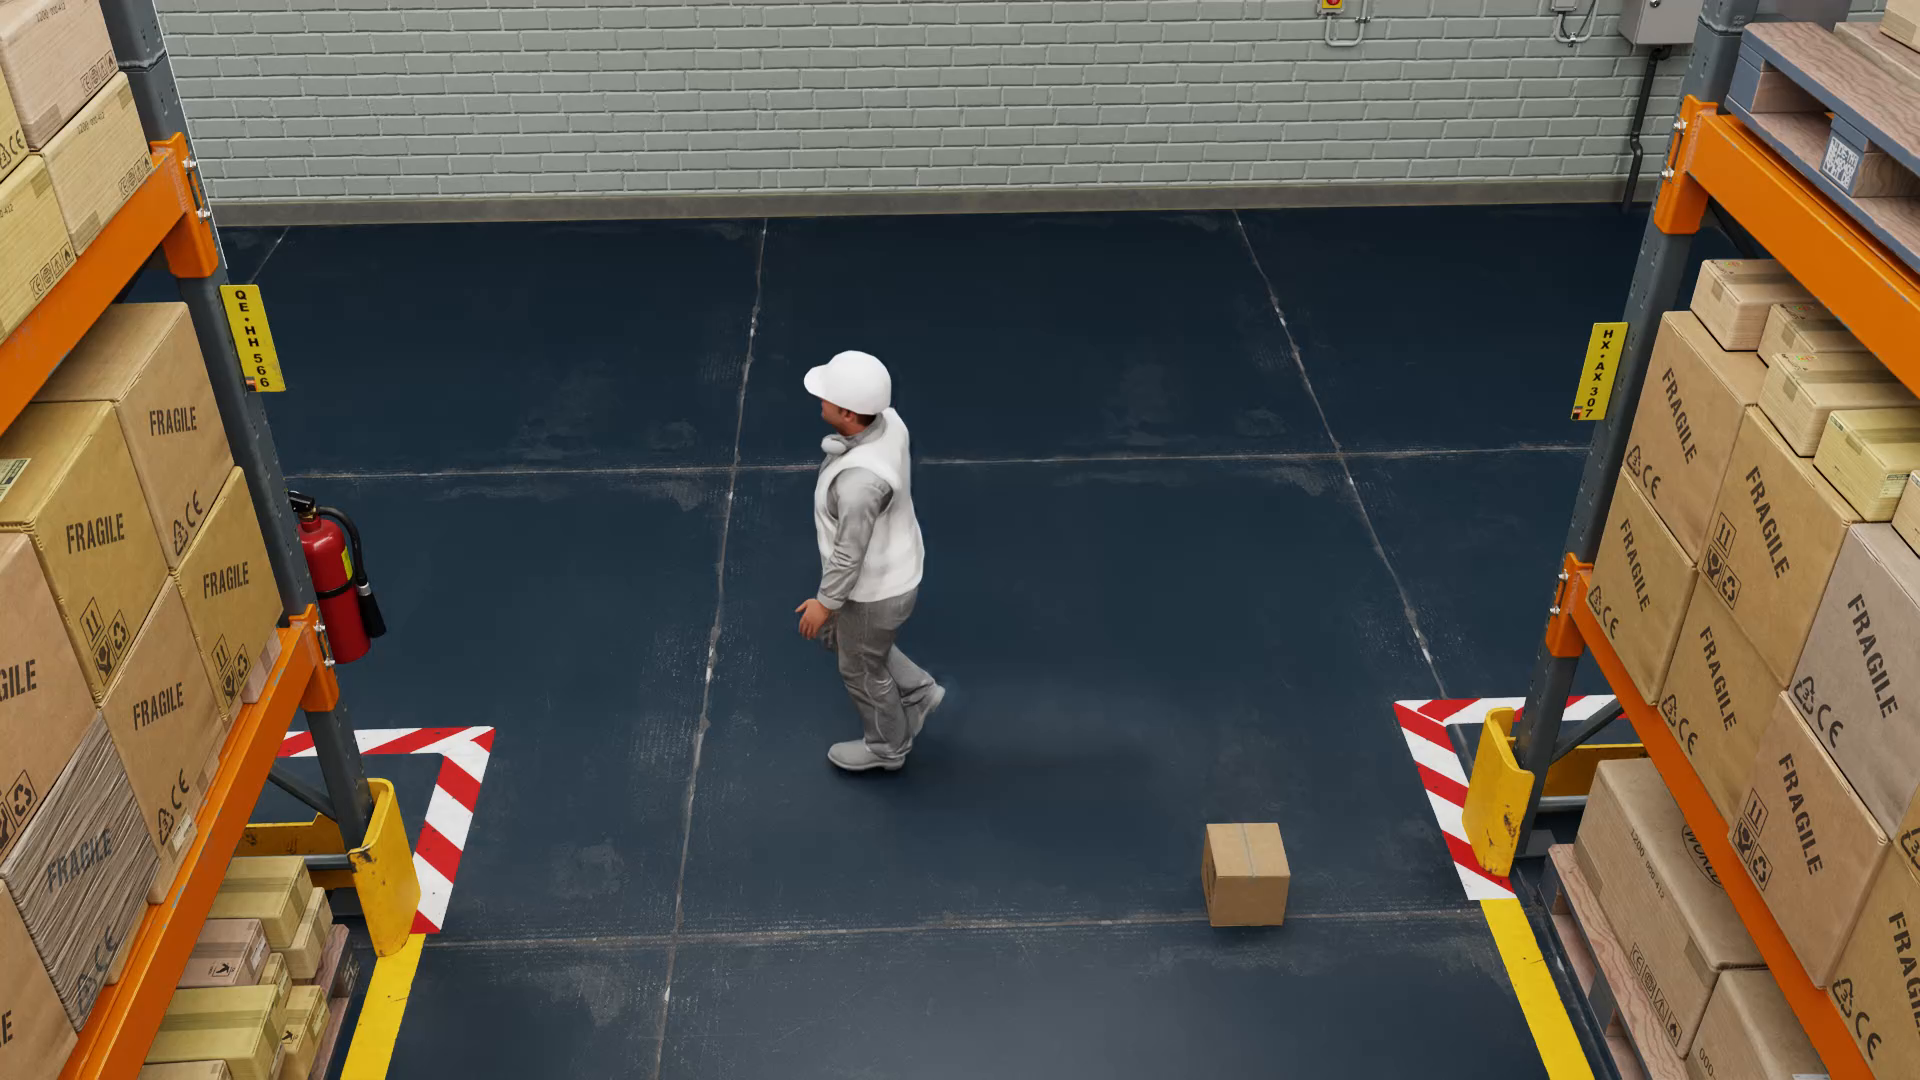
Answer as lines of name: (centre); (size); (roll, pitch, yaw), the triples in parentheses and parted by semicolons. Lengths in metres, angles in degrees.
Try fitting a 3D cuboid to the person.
person: (-0.315, 0.095, 5.957); (0.512, 1.759, 0.604); (2, 35, 3)
